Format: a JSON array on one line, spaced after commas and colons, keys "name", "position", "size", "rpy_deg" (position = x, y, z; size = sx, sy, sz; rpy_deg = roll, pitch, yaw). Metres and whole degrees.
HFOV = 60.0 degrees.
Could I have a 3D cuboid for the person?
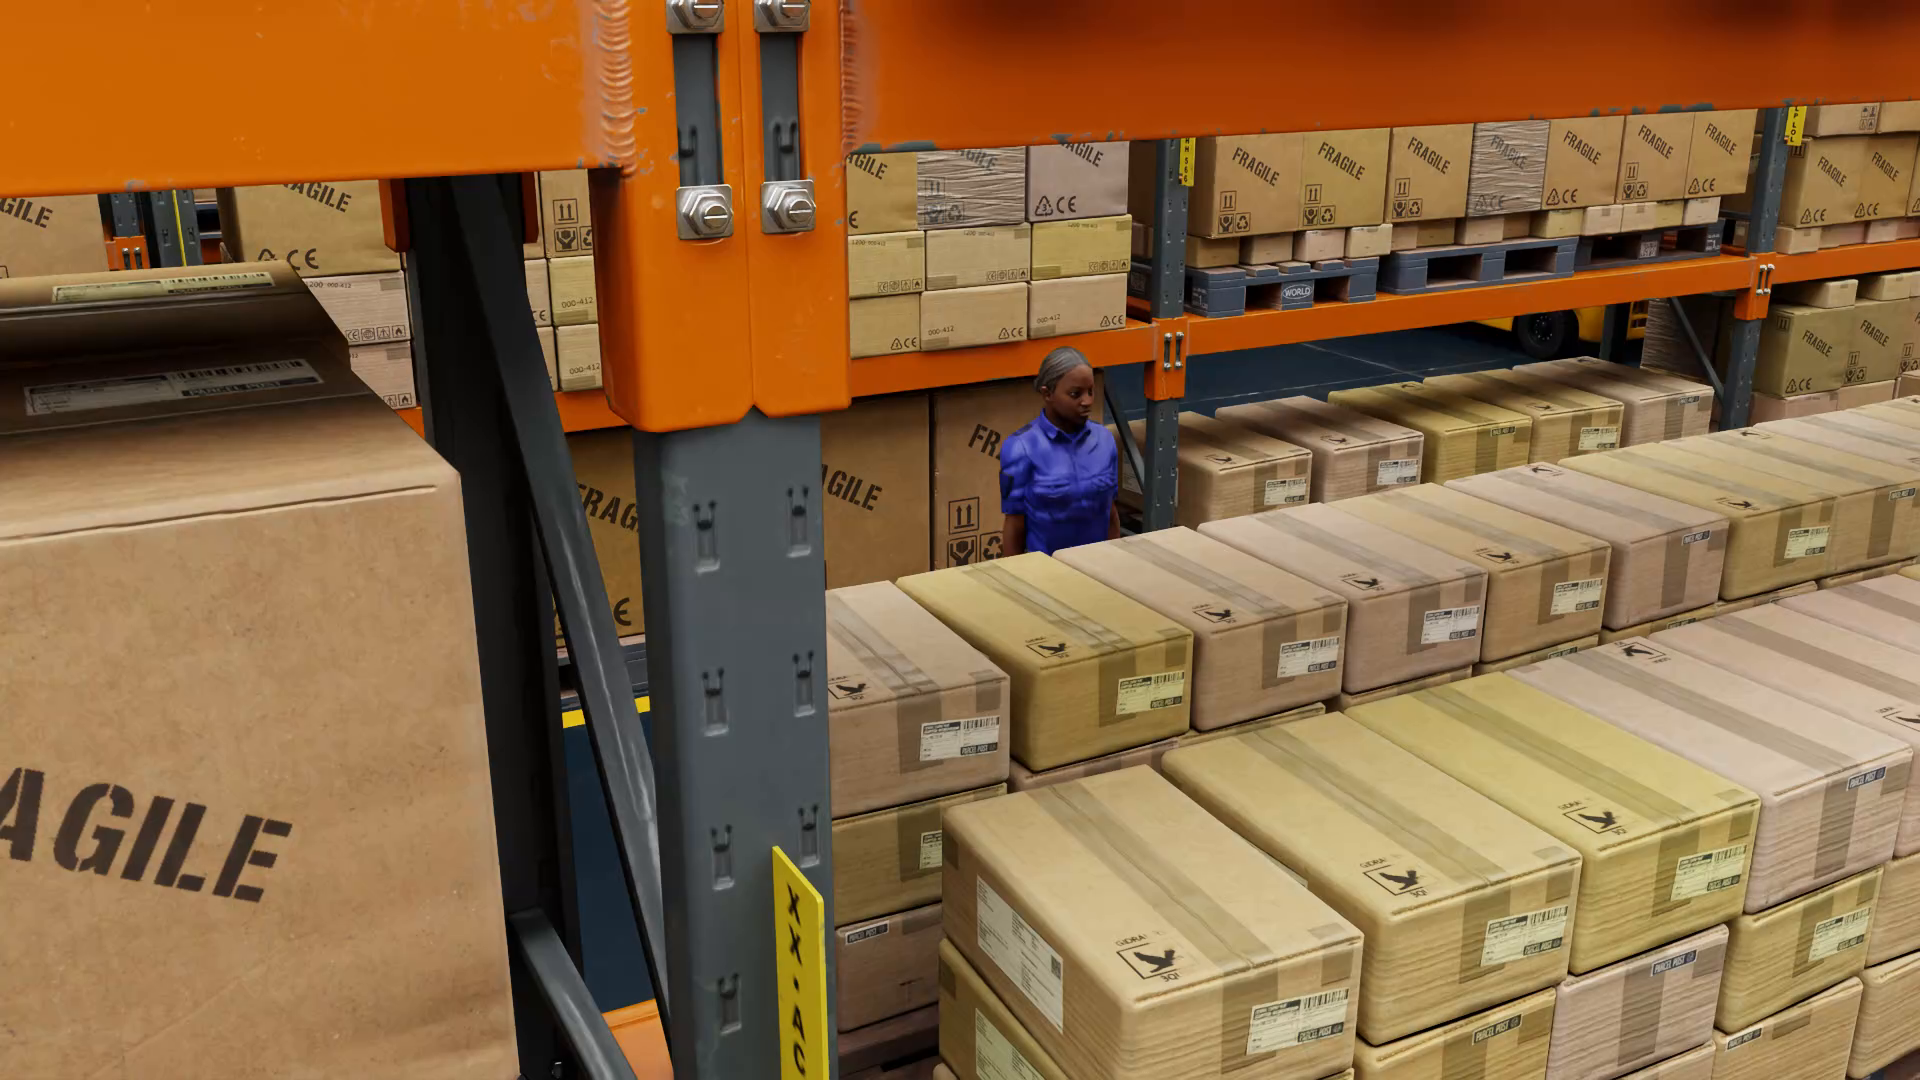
[{"name": "person", "position": [0.350, 0.185, 5.525], "size": [0.438, 1.673, 0.324], "rpy_deg": [-9, 21, -26]}]
